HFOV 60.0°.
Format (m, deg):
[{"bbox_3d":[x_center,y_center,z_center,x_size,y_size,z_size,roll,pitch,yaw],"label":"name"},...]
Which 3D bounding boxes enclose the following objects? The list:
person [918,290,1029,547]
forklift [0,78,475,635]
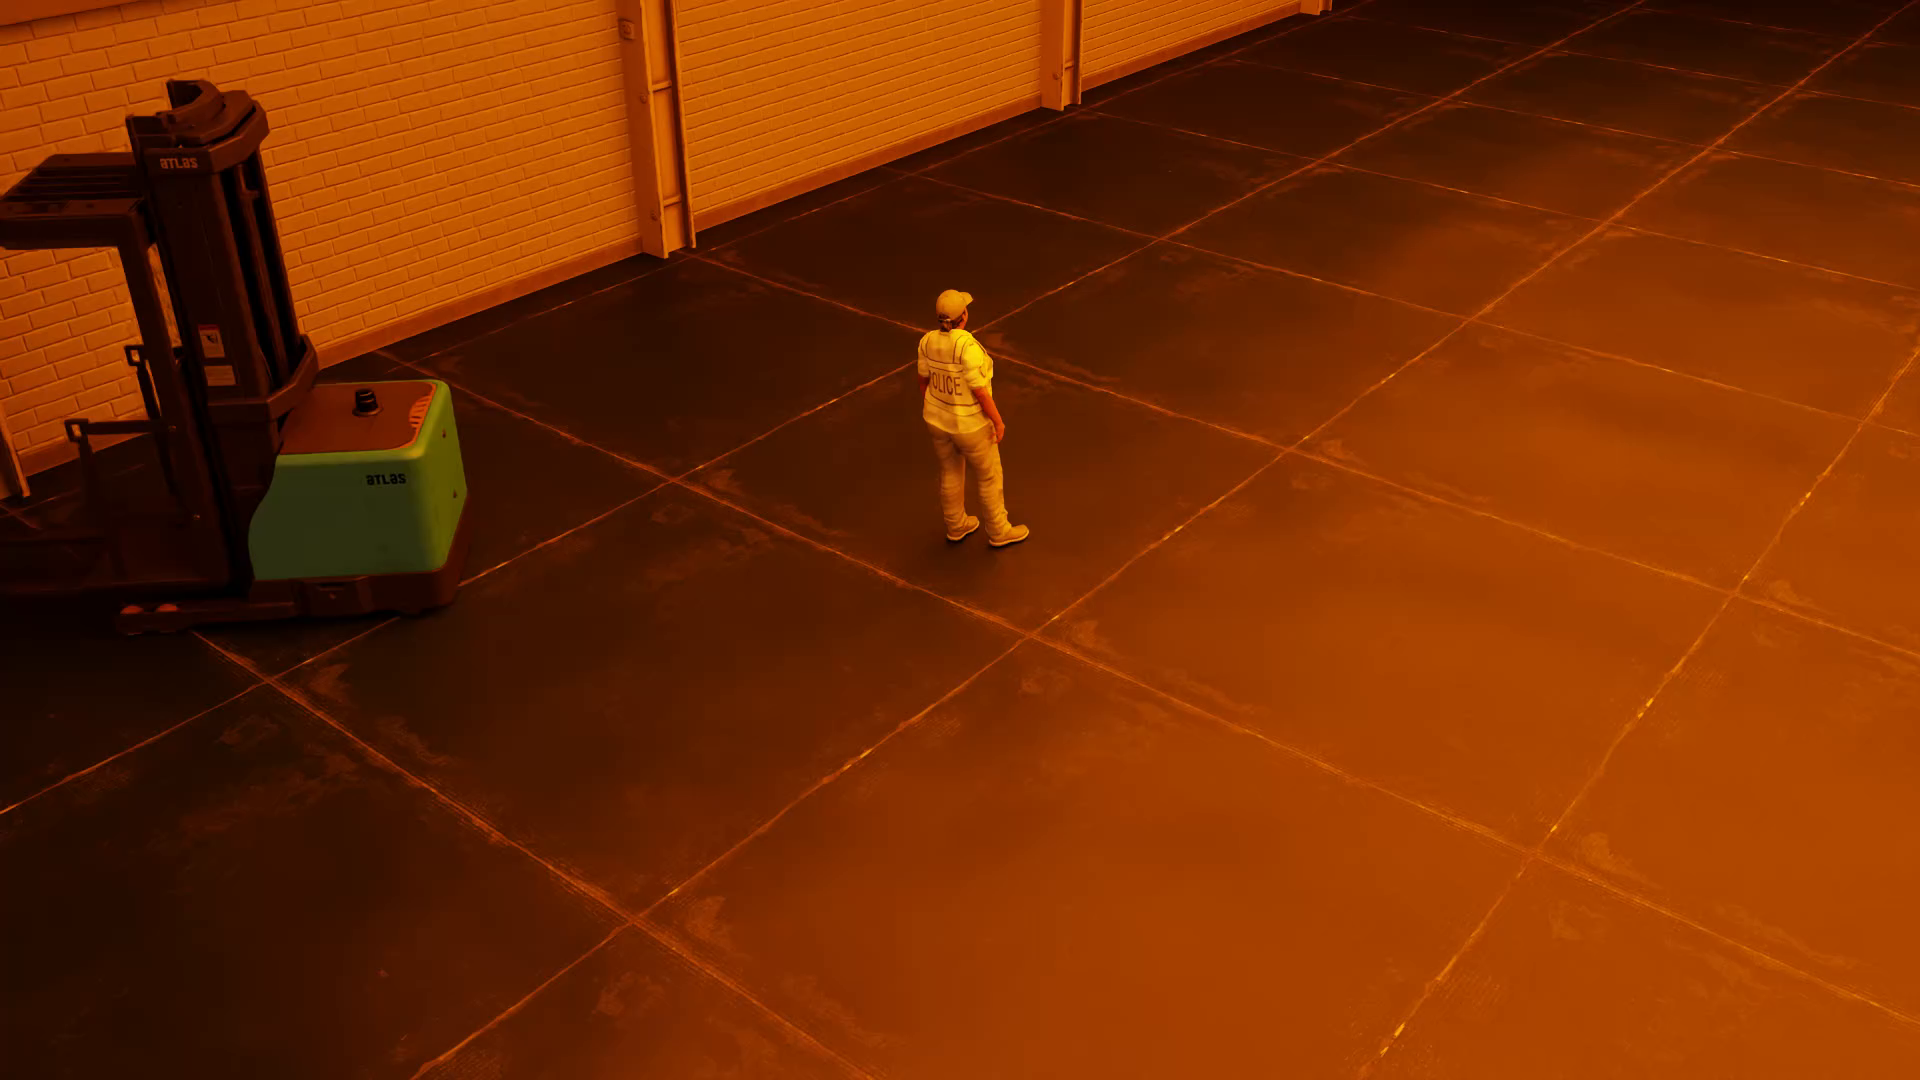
[{"bbox_3d":[0.066,-0.748,10.115,0.598,1.670,0.529,22,37,33],"label":"person"},{"bbox_3d":[-4.525,-0.999,9.305,3.031,2.935,1.130,-3,30,-5],"label":"forklift"}]
